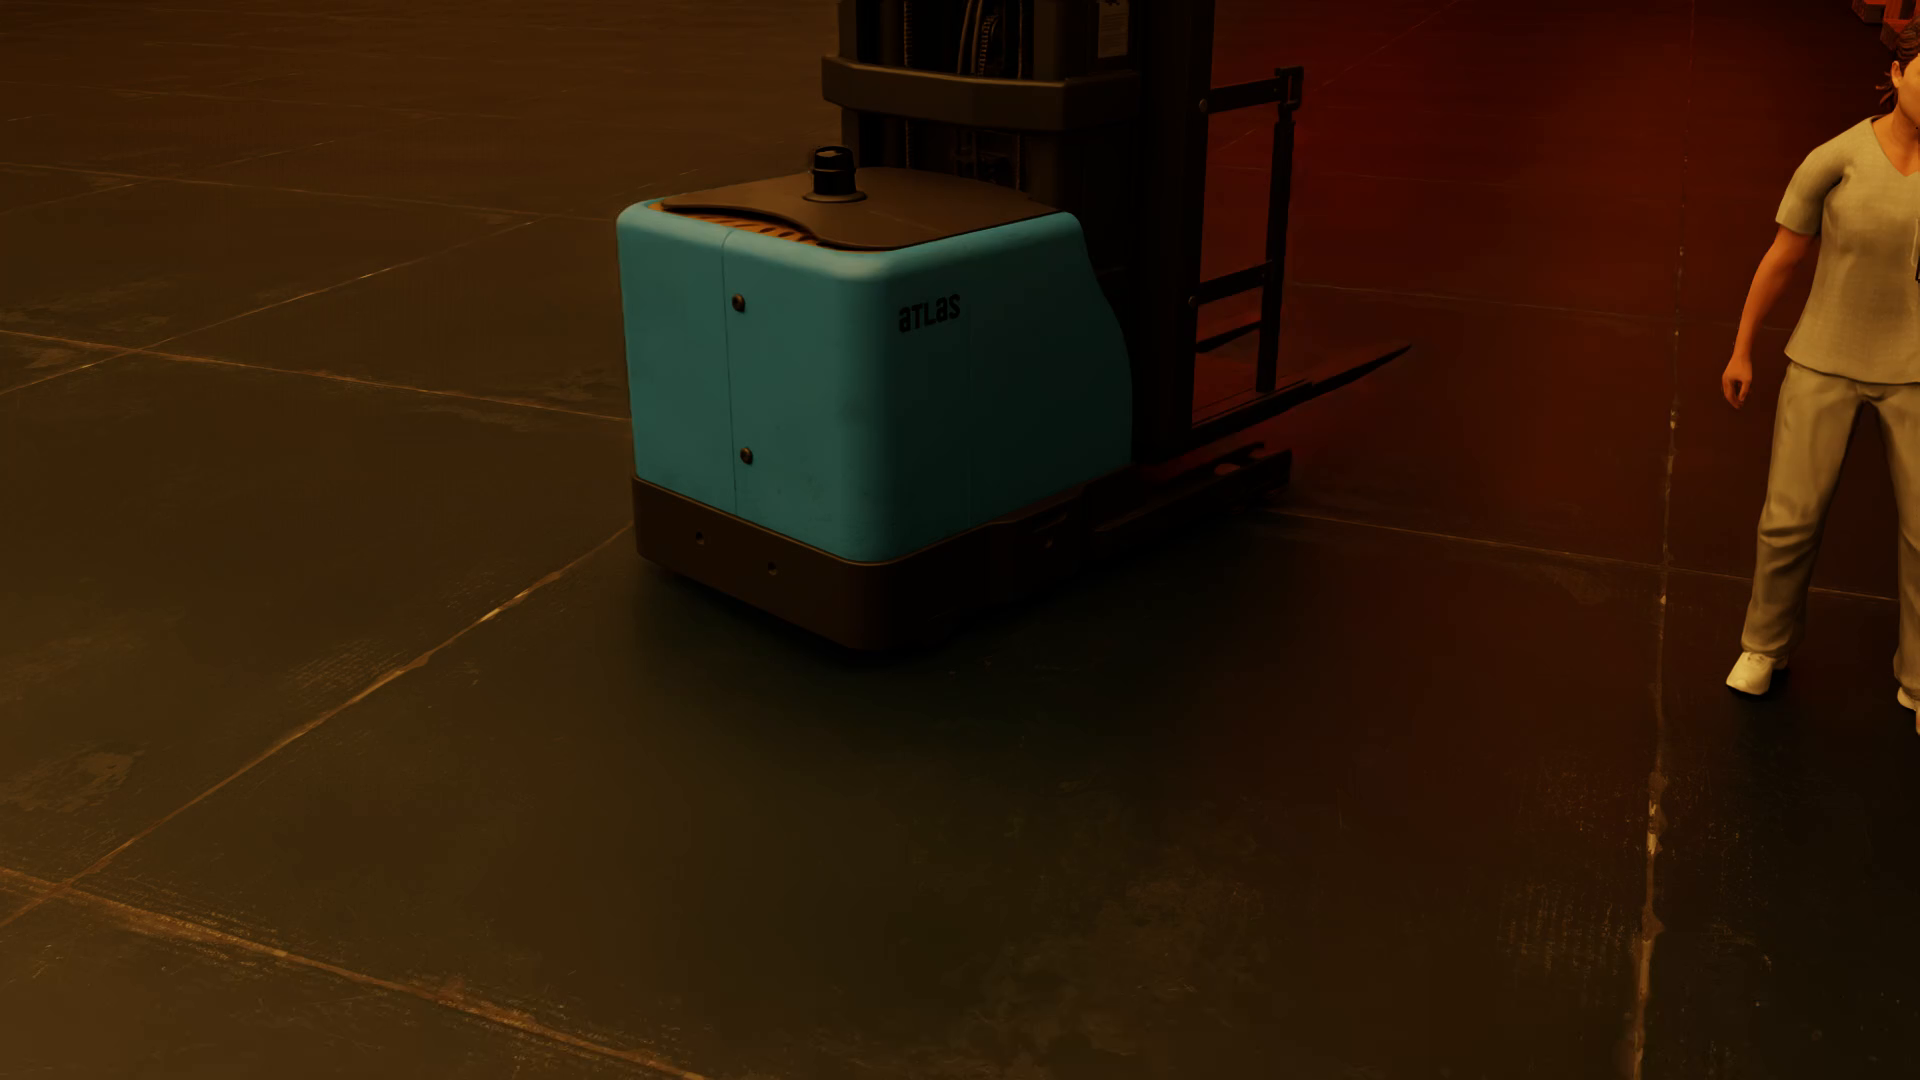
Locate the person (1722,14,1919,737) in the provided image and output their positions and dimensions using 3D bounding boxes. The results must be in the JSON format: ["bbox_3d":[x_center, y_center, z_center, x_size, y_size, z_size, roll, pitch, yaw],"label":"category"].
[{"bbox_3d":[2.130,-0.377,3.850,0.663,1.655,0.387,11,25,24],"label":"person"}]

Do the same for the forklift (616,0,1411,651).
[{"bbox_3d":[0.431,-1.550,5.002,1.130,2.935,3.031,20,30,39],"label":"forklift"}]
